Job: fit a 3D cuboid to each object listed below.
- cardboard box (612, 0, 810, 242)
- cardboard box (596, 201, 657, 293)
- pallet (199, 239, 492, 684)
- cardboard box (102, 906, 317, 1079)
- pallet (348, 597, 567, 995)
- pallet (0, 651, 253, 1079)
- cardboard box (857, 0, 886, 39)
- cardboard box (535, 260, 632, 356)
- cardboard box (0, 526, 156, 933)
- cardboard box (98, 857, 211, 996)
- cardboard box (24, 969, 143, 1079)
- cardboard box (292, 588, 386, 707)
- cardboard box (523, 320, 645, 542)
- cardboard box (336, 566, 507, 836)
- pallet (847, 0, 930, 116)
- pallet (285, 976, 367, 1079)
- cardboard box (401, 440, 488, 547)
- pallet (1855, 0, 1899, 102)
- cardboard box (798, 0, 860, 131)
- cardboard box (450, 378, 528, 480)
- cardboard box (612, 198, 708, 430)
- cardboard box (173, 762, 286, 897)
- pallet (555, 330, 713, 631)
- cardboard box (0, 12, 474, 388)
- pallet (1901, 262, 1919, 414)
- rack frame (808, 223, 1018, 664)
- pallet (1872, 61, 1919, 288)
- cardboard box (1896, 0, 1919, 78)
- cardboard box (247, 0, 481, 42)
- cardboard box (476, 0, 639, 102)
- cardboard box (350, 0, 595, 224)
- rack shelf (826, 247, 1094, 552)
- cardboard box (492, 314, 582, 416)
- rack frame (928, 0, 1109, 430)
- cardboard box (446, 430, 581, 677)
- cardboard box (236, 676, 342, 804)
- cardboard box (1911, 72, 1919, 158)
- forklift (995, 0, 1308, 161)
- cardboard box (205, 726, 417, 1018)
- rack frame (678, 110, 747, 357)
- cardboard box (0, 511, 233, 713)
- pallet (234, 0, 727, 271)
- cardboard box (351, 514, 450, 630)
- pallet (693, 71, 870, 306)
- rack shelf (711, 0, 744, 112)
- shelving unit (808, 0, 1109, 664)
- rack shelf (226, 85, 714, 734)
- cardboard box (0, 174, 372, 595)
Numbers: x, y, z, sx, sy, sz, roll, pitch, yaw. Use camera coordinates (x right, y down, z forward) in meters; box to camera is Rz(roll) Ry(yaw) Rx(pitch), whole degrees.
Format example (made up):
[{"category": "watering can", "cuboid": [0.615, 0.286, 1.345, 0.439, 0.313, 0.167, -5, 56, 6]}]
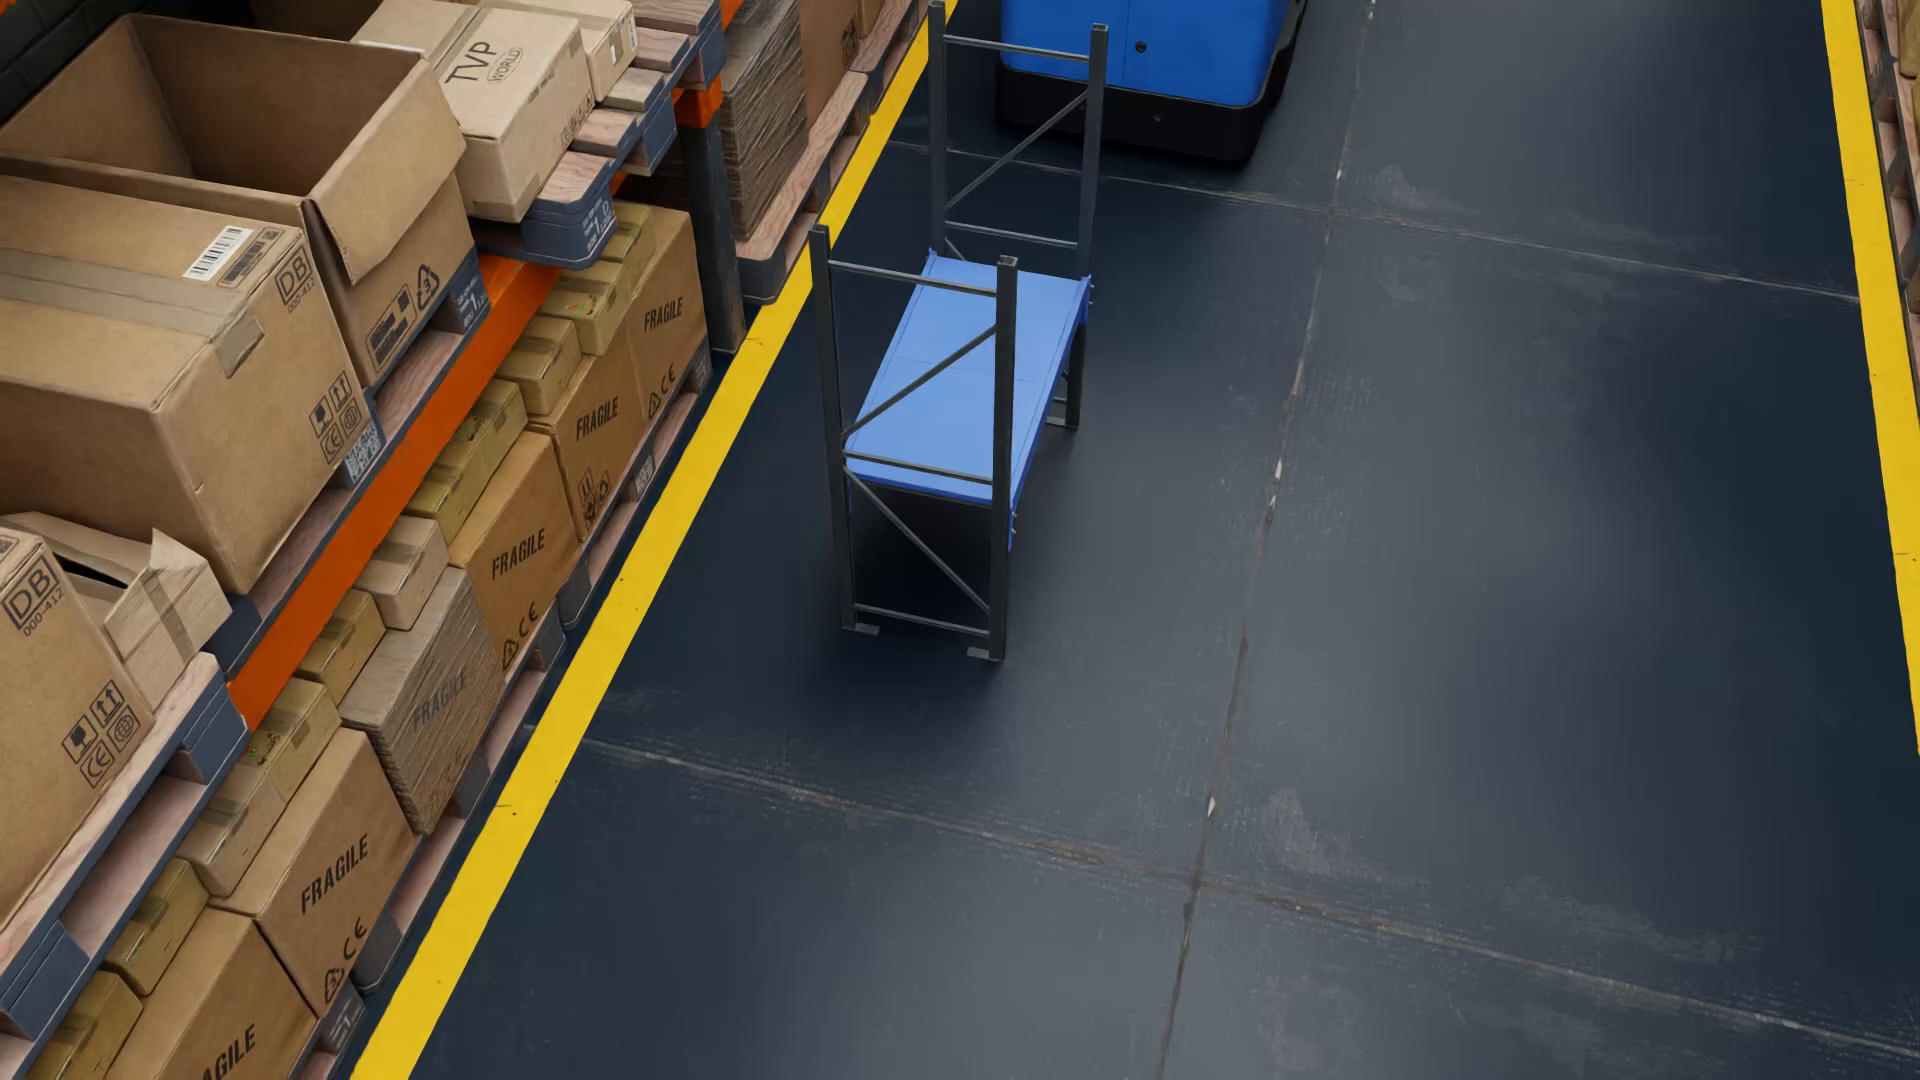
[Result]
[{"category": "cardboard box", "cuboid": [-1.075, -1.579, 5.946, 0.875, 0.625, 0.625, 13, 50, 11]}, {"category": "cardboard box", "cuboid": [-1.138, -0.896, 4.995, 0.380, 0.149, 0.250, 9, 49, 8]}, {"category": "pallet", "cuboid": [-1.760, -0.306, 3.647, 1.003, 0.211, 1.213, 12, 50, 10]}, {"category": "cardboard box", "cuboid": [-1.830, 1.112, 3.655, 0.500, 0.500, 0.500, 11, 49, 10]}, {"category": "pallet", "cuboid": [-1.809, 0.558, 4.617, 1.003, 0.211, 1.213, 12, 50, 10]}, {"category": "pallet", "cuboid": [-1.990, 0.623, 2.827, 1.003, 0.211, 1.213, 12, 50, 10]}, {"category": "cardboard box", "cuboid": [-0.734, -2.540, 6.795, 0.875, 0.625, 0.625, 10, 49, 8]}, {"category": "cardboard box", "cuboid": [-1.180, -0.693, 4.815, 0.380, 0.149, 0.250, 9, 49, 8]}, {"category": "cardboard box", "cuboid": [-1.826, 0.264, 2.670, 0.700, 0.500, 0.500, 12, 50, 10]}, {"category": "cardboard box", "cuboid": [-1.841, 0.778, 3.517, 0.380, 0.149, 0.250, 11, 49, 9]}, {"category": "cardboard box", "cuboid": [-1.900, 0.979, 3.339, 0.380, 0.149, 0.250, 9, 49, 8]}, {"category": "cardboard box", "cuboid": [-1.628, 0.225, 4.005, 0.380, 0.149, 0.250, 12, 50, 10]}, {"category": "cardboard box", "cuboid": [-1.298, -0.381, 4.972, 0.500, 0.500, 0.500, 11, 49, 9]}, {"category": "cardboard box", "cuboid": [-1.552, 0.378, 4.303, 0.500, 0.500, 0.500, 10, 49, 9]}, {"category": "pallet", "cuboid": [-0.675, -2.322, 7.158, 1.003, 0.211, 1.213, 12, 50, 10]}, {"category": "pallet", "cuboid": [-2.128, 1.443, 3.835, 1.003, 0.211, 1.213, 12, 50, 10]}, {"category": "cardboard box", "cuboid": [-1.471, -0.148, 4.335, 0.380, 0.149, 0.250, 11, 49, 9]}, {"category": "pallet", "cuboid": [4.386, -2.207, 7.057, 1.003, 0.211, 1.213, 12, 50, 10]}, {"category": "cardboard box", "cuboid": [-0.911, -2.053, 6.365, 0.875, 0.625, 0.625, 13, 50, 11]}, {"category": "cardboard box", "cuboid": [-1.405, -0.329, 4.494, 0.380, 0.149, 0.250, 13, 50, 11]}, {"category": "cardboard box", "cuboid": [-1.157, -0.740, 5.290, 0.500, 0.500, 0.500, 13, 50, 11]}, {"category": "cardboard box", "cuboid": [-1.739, 0.605, 3.670, 0.380, 0.149, 0.250, 11, 50, 10]}, {"category": "pallet", "cuboid": [-1.486, -0.322, 5.393, 1.003, 0.211, 1.213, 12, 50, 10]}, {"category": "cardboard box", "cuboid": [-1.504, -0.733, 3.547, 0.797, 0.503, 0.637, 11, 49, 9]}, {"category": "pallet", "cuboid": [3.744, -0.442, 5.500, 1.003, 0.211, 1.213, 12, 50, 10]}, {"category": "rack frame", "cuboid": [-0.111, -0.190, 4.418, 0.500, 1.500, 0.032, 12, 50, 10]}, {"category": "pallet", "cuboid": [4.067, -1.322, 6.276, 1.003, 0.211, 1.213, 12, 50, 10]}, {"category": "cardboard box", "cuboid": [4.268, -2.062, 6.542, 0.950, 0.372, 0.625, 14, 50, 12]}, {"category": "cardboard box", "cuboid": [-1.539, -1.608, 4.321, 0.500, 0.500, 0.500, 14, 50, 12]}, {"category": "cardboard box", "cuboid": [-1.055, -1.282, 4.268, 0.380, 0.149, 0.250, 12, 50, 11]}, {"category": "cardboard box", "cuboid": [-1.218, -1.039, 3.987, 0.500, 0.250, 0.500, 9, 49, 8]}, {"category": "rack shelf", "cuboid": [0.022, -0.439, 4.877, 0.538, 0.185, 1.000, 12, 50, 10]}, {"category": "cardboard box", "cuboid": [-1.292, -0.511, 4.655, 0.380, 0.149, 0.250, 10, 49, 9]}, {"category": "rack frame", "cuboid": [0.156, -0.926, 5.067, 0.500, 1.500, 0.032, 12, 50, 10]}, {"category": "cardboard box", "cuboid": [-1.434, -0.001, 4.638, 0.500, 0.500, 0.500, 14, 50, 12]}, {"category": "cardboard box", "cuboid": [-1.671, 0.426, 3.828, 0.380, 0.149, 0.250, 13, 50, 11]}, {"category": "cardboard box", "cuboid": [4.087, -1.559, 6.098, 0.950, 0.372, 0.625, 13, 50, 11]}, {"category": "forklift", "cuboid": [1.059, -3.573, 6.449, 1.130, 2.935, 3.031, 13, 50, 11]}, {"category": "cardboard box", "cuboid": [-1.695, 0.752, 3.973, 0.500, 0.500, 0.500, 10, 49, 9]}, {"category": "rack frame", "cuboid": [-1.253, -1.777, 4.818, 1.000, 3.000, 0.127, 12, 50, 10]}, {"category": "cardboard box", "cuboid": [-1.570, 0.093, 2.977, 0.396, 0.266, 0.258, 14, 50, 12]}, {"category": "pallet", "cuboid": [-1.363, -1.209, 4.445, 1.213, 0.211, 1.003, 12, 50, 10]}, {"category": "cardboard box", "cuboid": [-1.514, 0.057, 4.153, 0.380, 0.149, 0.250, 9, 49, 8]}, {"category": "pallet", "cuboid": [-0.998, -1.442, 6.382, 1.003, 0.211, 1.213, 12, 50, 10]}, {"category": "rack shelf", "cuboid": [-0.726, -2.986, 6.364, 1.077, 0.370, 4.000, 12, 50, 10]}, {"category": "shelving unit", "cuboid": [0.022, -0.558, 4.742, 0.538, 1.500, 1.048, 12, 50, 10]}, {"category": "rack shelf", "cuboid": [-1.779, -0.092, 3.811, 1.077, 0.370, 4.000, 12, 50, 10]}, {"category": "cardboard box", "cuboid": [-1.620, -0.304, 3.171, 0.700, 0.500, 0.500, 11, 50, 10]}]
